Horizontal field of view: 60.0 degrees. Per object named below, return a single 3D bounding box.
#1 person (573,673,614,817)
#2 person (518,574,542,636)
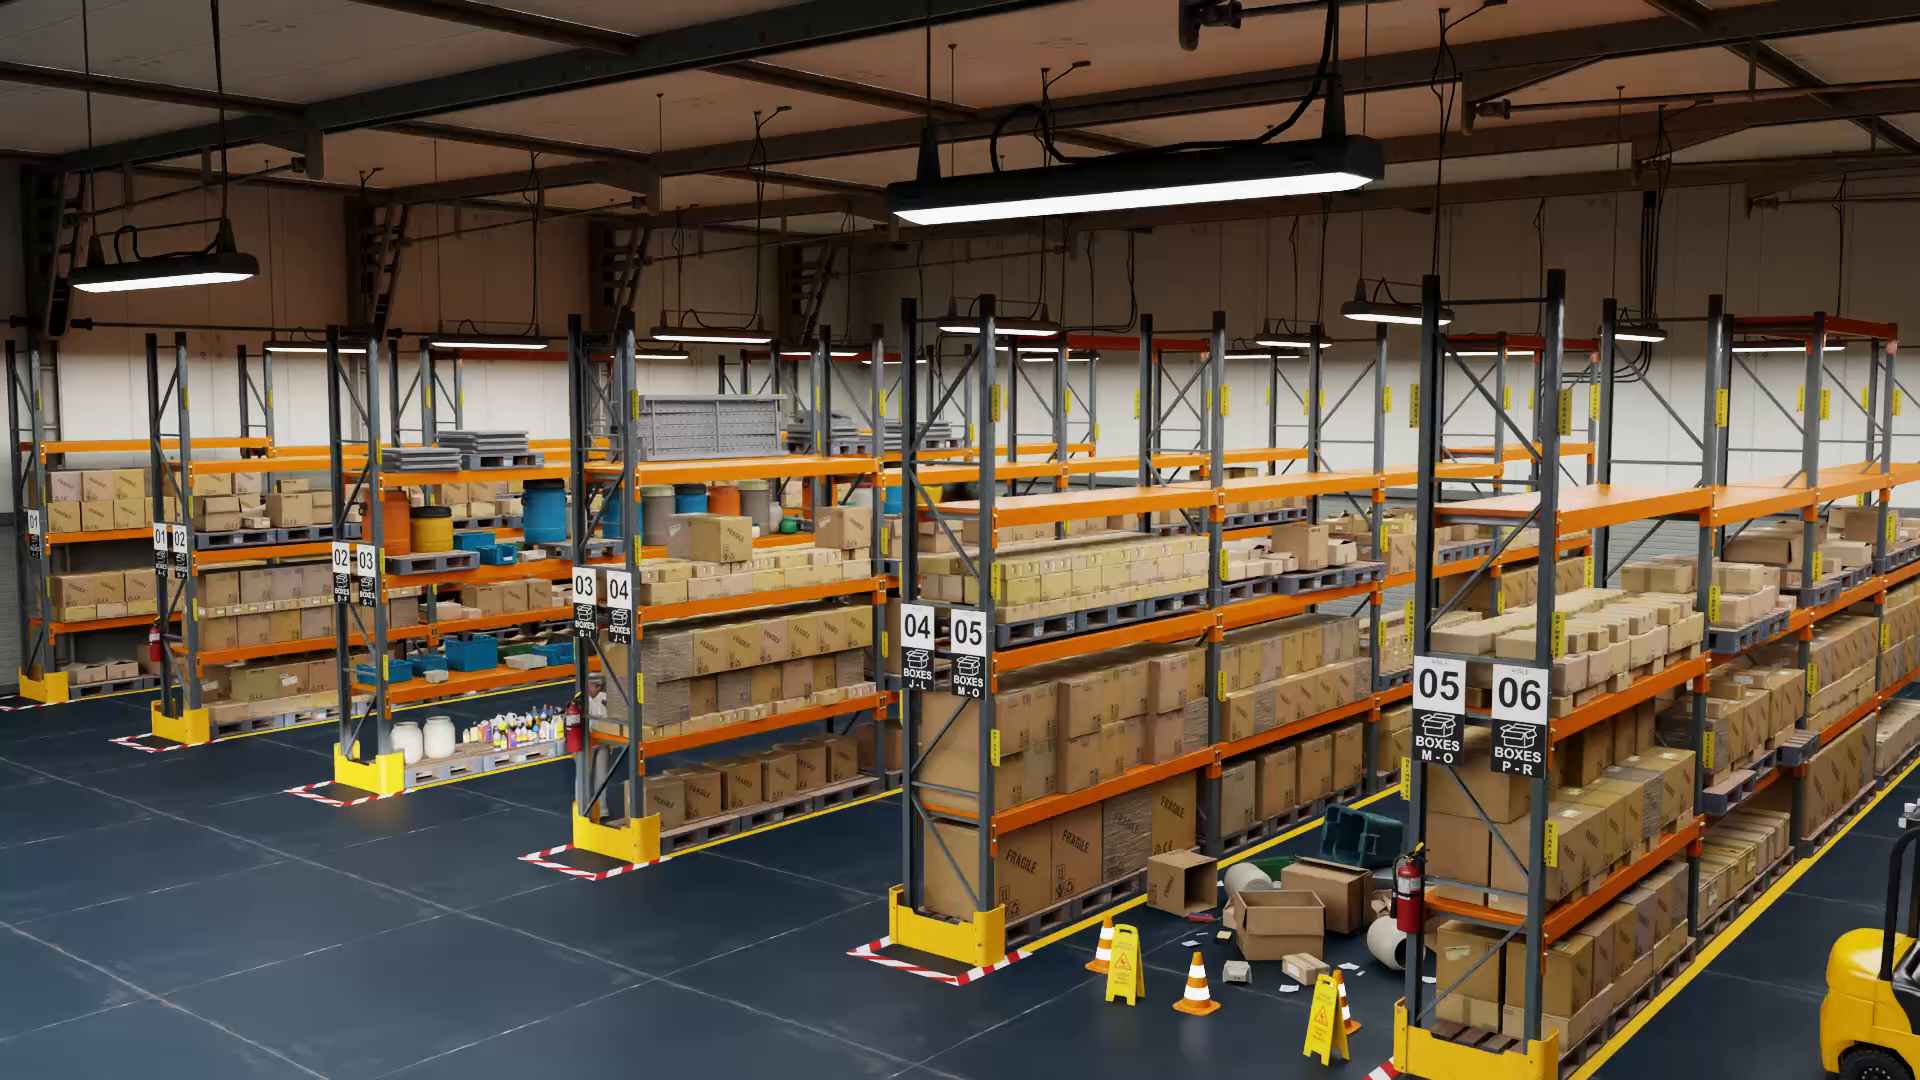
[{"bbox_3d":[-4.452,2.477,20.134,0.440,1.768,0.553,5,7,44],"label":"person"},{"bbox_3d":[-8.146,1.461,31.586,0.480,1.712,0.605,2,6,24],"label":"person"}]
